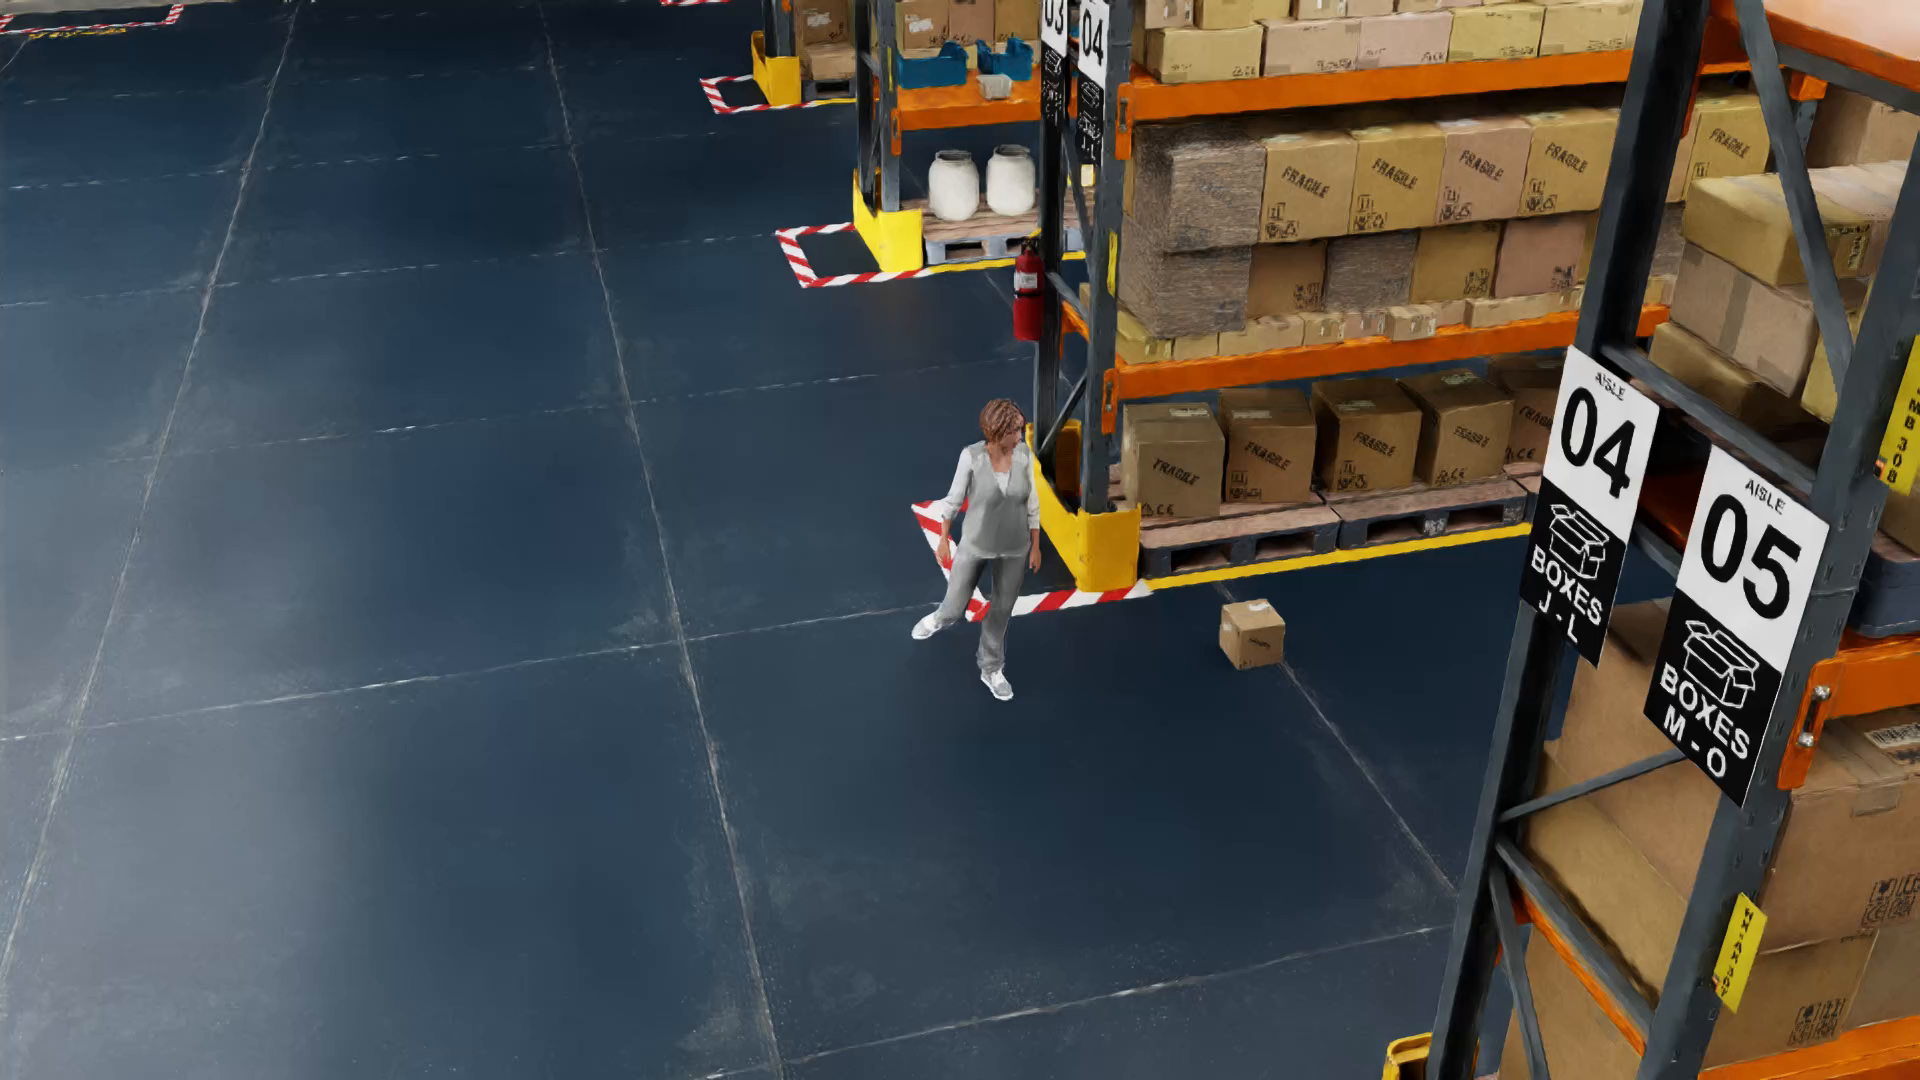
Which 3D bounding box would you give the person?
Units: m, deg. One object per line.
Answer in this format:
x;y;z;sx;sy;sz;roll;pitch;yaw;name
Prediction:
0.082;0.009;8.230;0.610;1.592;0.559;-4;31;-7;person
